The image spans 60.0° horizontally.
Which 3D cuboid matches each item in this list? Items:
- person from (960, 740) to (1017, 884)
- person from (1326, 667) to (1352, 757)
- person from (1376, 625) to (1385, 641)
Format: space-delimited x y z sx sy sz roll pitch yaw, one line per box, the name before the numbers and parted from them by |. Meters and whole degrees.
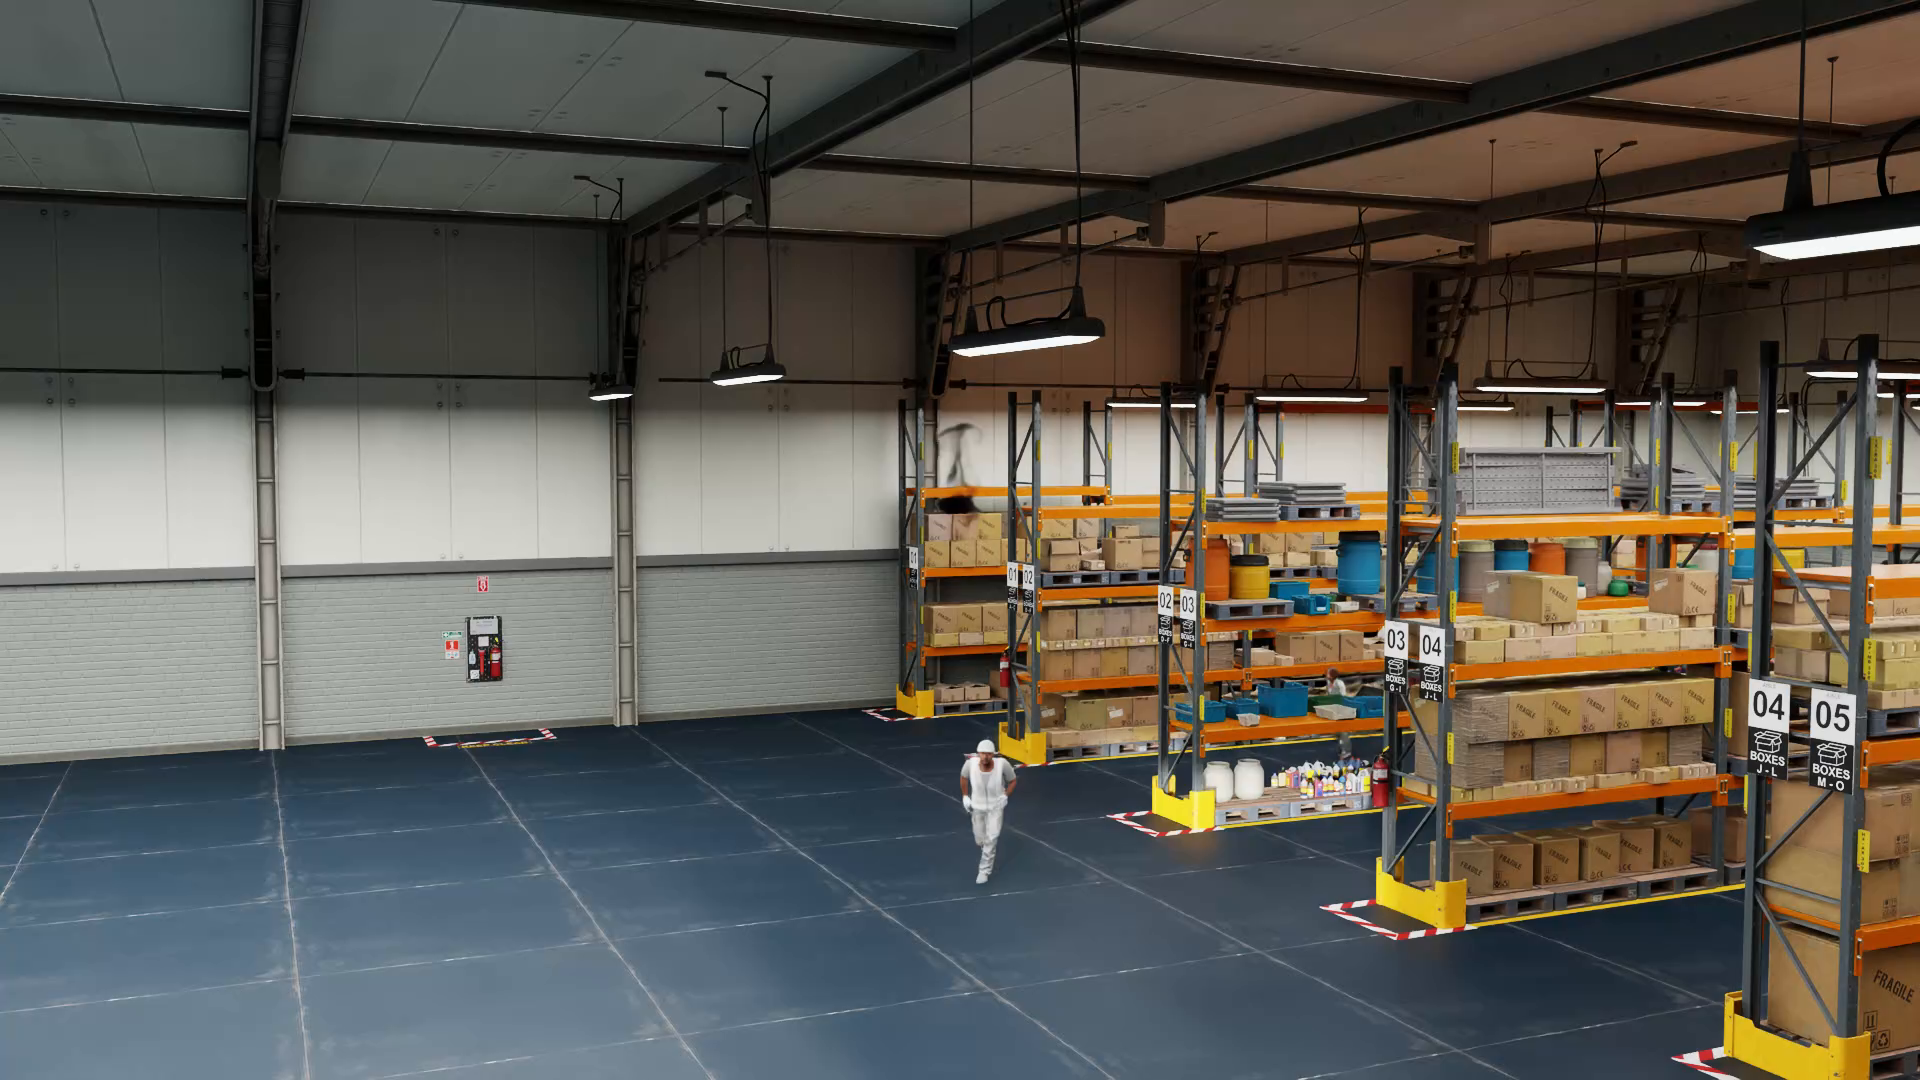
person | 0.342 3.175 19.723 0.680 1.713 0.859 0 3 4
person | 6.147 2.811 27.148 0.727 1.525 0.524 -2 4 -34
person | 8.575 2.331 32.860 0.977 1.822 0.680 -2 4 -33
